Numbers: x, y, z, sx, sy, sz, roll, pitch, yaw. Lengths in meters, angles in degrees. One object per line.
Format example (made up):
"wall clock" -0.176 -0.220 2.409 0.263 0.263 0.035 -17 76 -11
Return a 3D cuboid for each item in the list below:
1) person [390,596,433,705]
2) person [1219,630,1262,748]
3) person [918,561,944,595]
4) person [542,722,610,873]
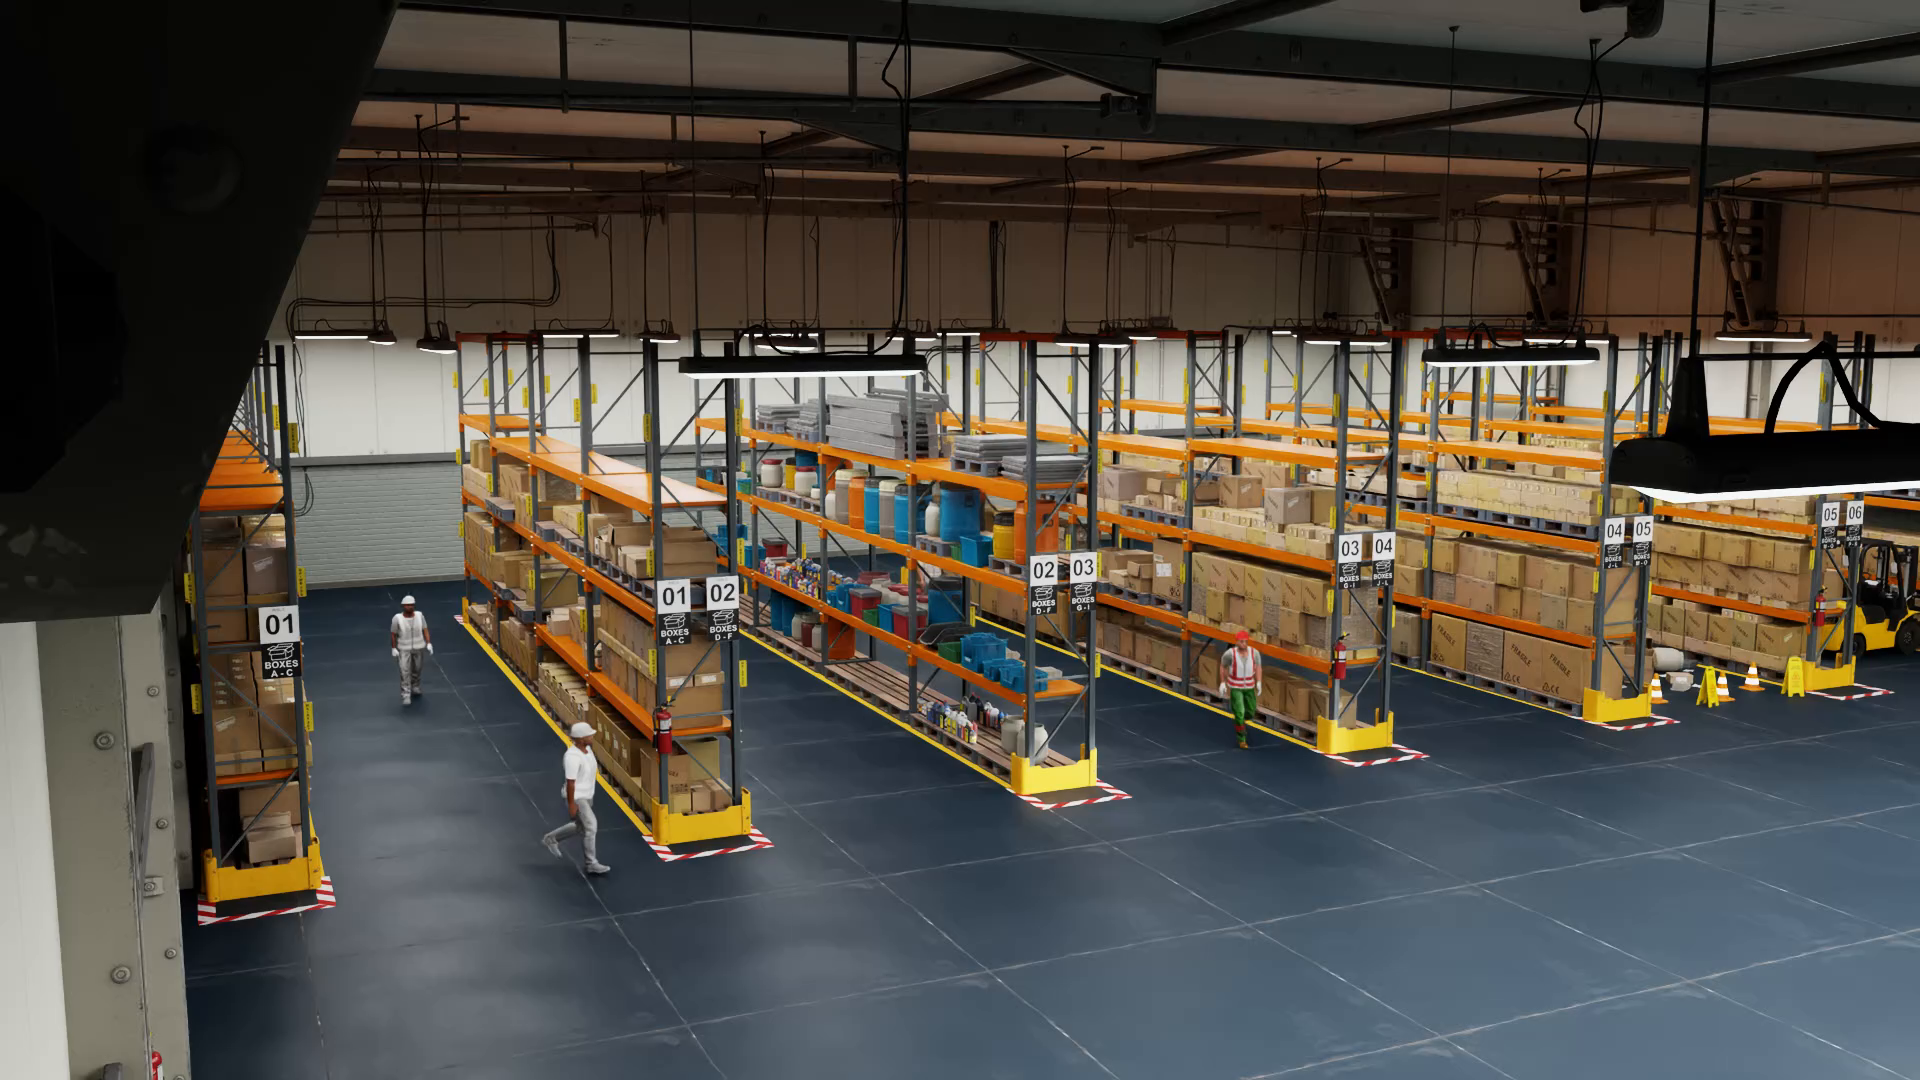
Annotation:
"person" -9.000 1.772 27.313 0.631 1.711 1.079 -4 9 -25
"person" 4.123 2.161 24.586 0.606 1.757 0.740 -1 8 -9
"person" -0.575 0.823 34.419 0.588 1.701 1.077 -3 8 -21
"person" -4.412 2.918 19.018 0.931 1.732 0.575 2 8 14
